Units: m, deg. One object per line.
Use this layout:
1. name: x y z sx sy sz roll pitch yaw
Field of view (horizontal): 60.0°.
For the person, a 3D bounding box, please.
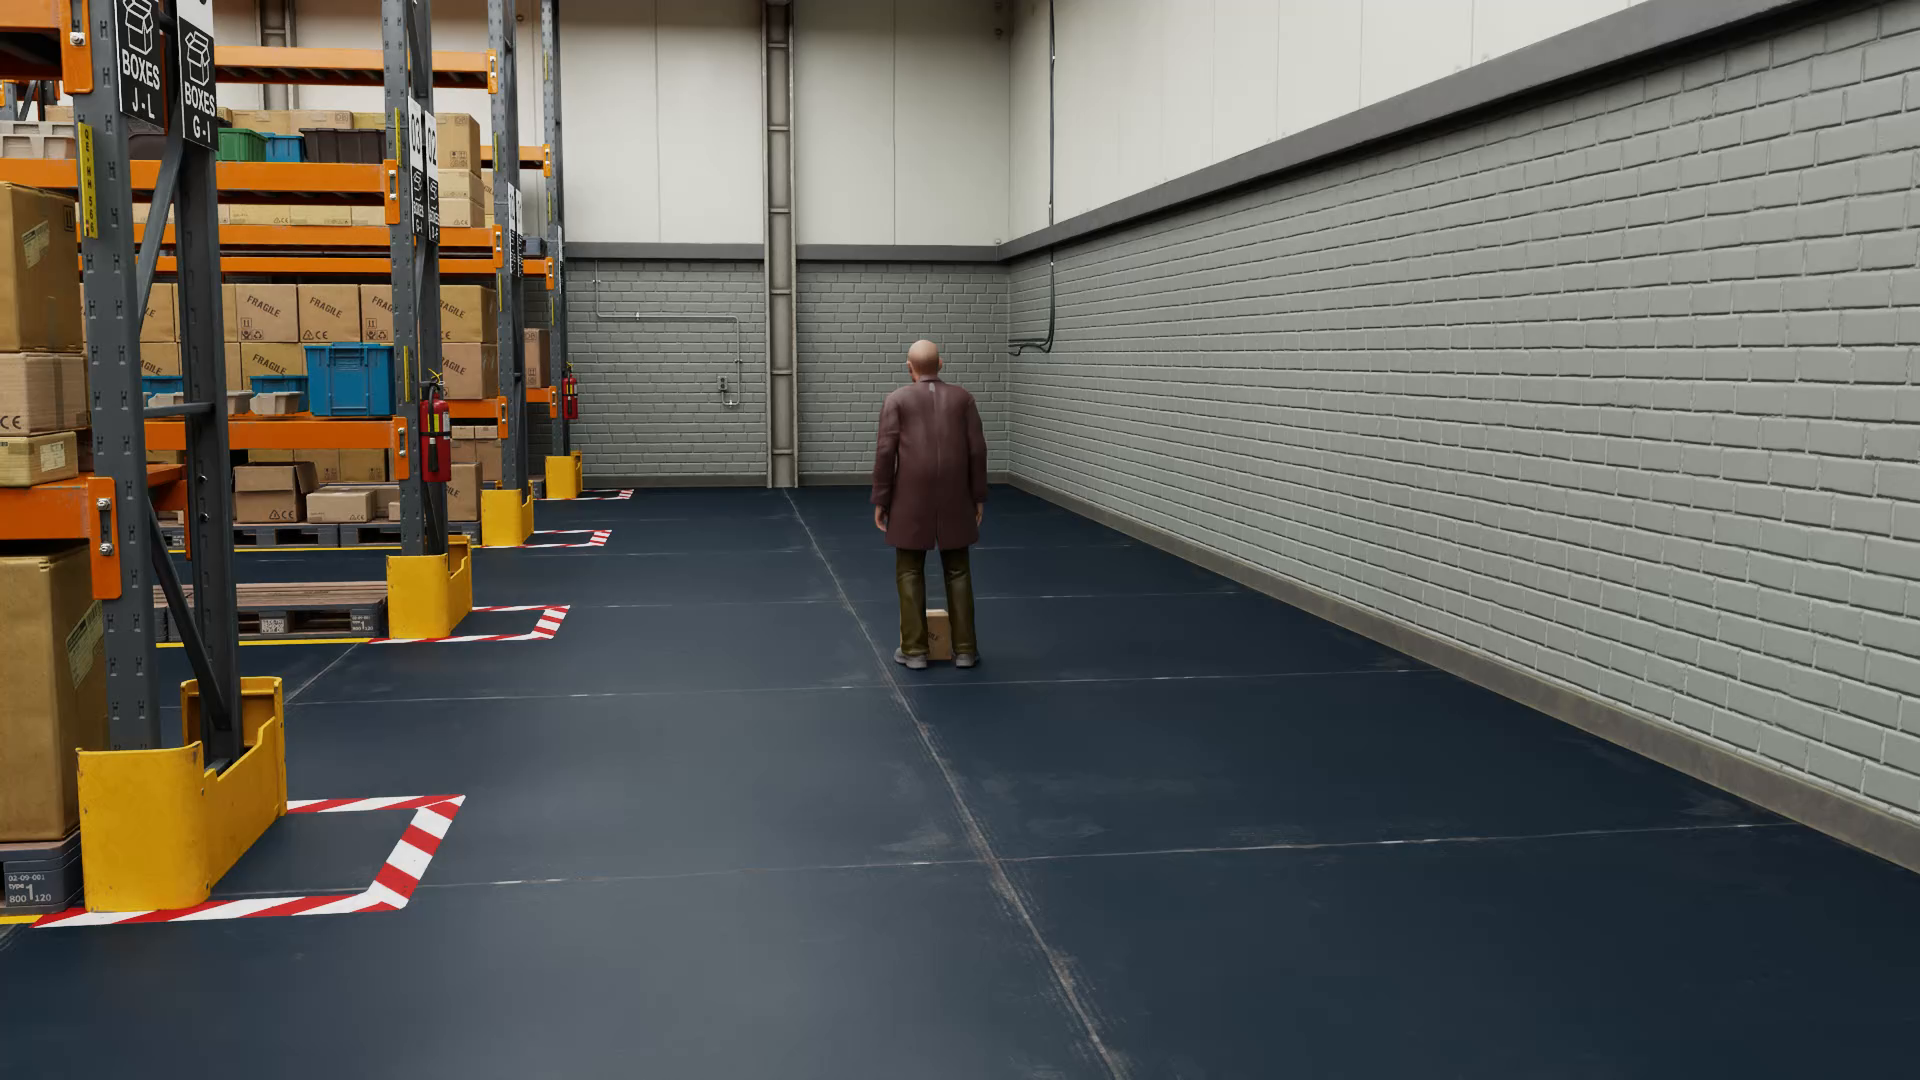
1. person: -0.149 -0.197 9.046 0.642 1.774 0.422 -1 6 -9
